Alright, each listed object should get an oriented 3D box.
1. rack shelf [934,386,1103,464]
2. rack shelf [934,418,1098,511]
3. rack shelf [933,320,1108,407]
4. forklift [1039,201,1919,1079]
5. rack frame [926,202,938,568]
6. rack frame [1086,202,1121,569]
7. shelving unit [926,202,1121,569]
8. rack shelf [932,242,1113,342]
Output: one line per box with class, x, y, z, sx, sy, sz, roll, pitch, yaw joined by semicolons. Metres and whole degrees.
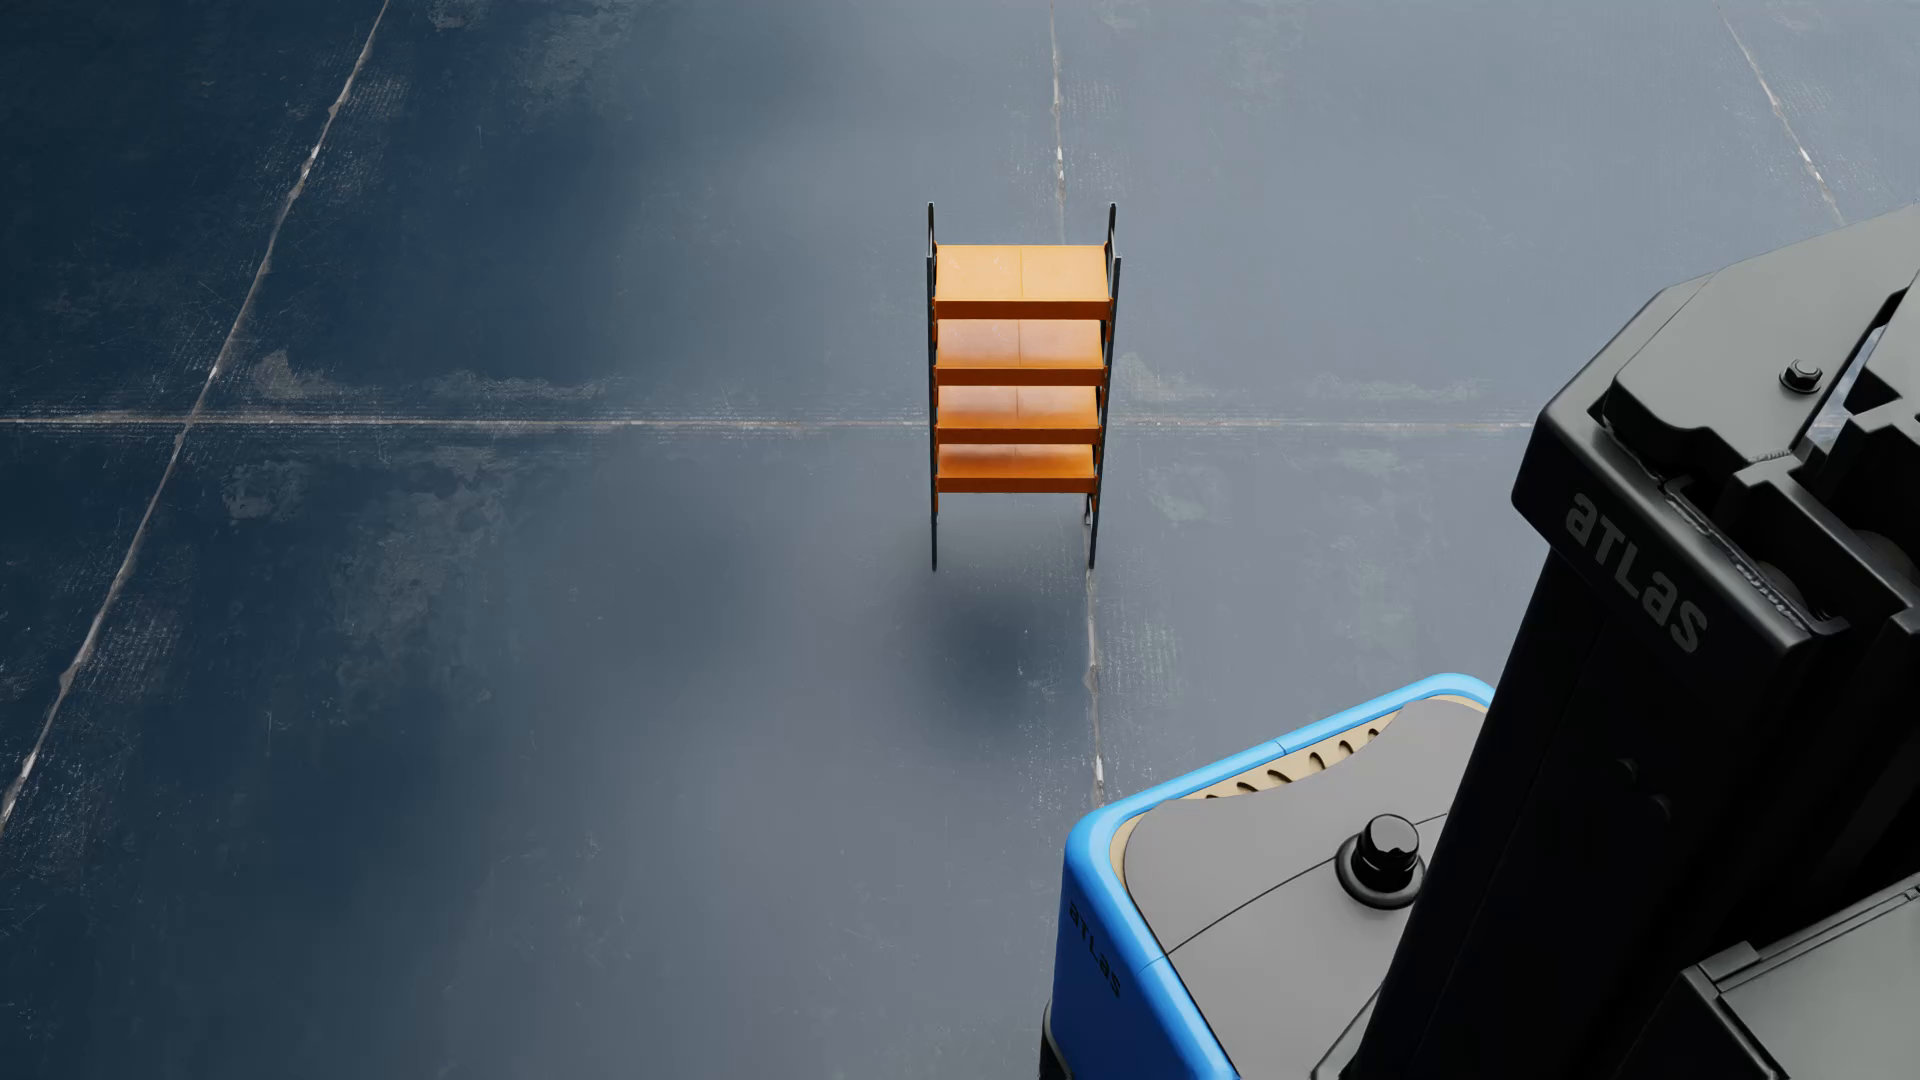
rack shelf;0.166;-0.362;4.860;0.480;0.148;0.258;0;47;0
rack shelf;0.166;-0.227;5.005;0.480;0.148;0.258;0;47;0
rack shelf;0.166;-0.515;4.696;0.480;0.148;0.258;0;47;0
forklift;1.265;1.124;2.201;1.130;2.935;3.031;-19;50;-17
rack frame;-0.078;-0.409;4.811;0.015;1.200;0.240;0;47;0
rack frame;0.410;-0.408;4.810;0.015;1.200;0.240;0;47;0
shelving unit;0.166;-0.408;4.810;0.503;1.200;0.258;0;47;0
rack shelf;0.166;-0.676;4.523;0.480;0.148;0.258;0;47;0
